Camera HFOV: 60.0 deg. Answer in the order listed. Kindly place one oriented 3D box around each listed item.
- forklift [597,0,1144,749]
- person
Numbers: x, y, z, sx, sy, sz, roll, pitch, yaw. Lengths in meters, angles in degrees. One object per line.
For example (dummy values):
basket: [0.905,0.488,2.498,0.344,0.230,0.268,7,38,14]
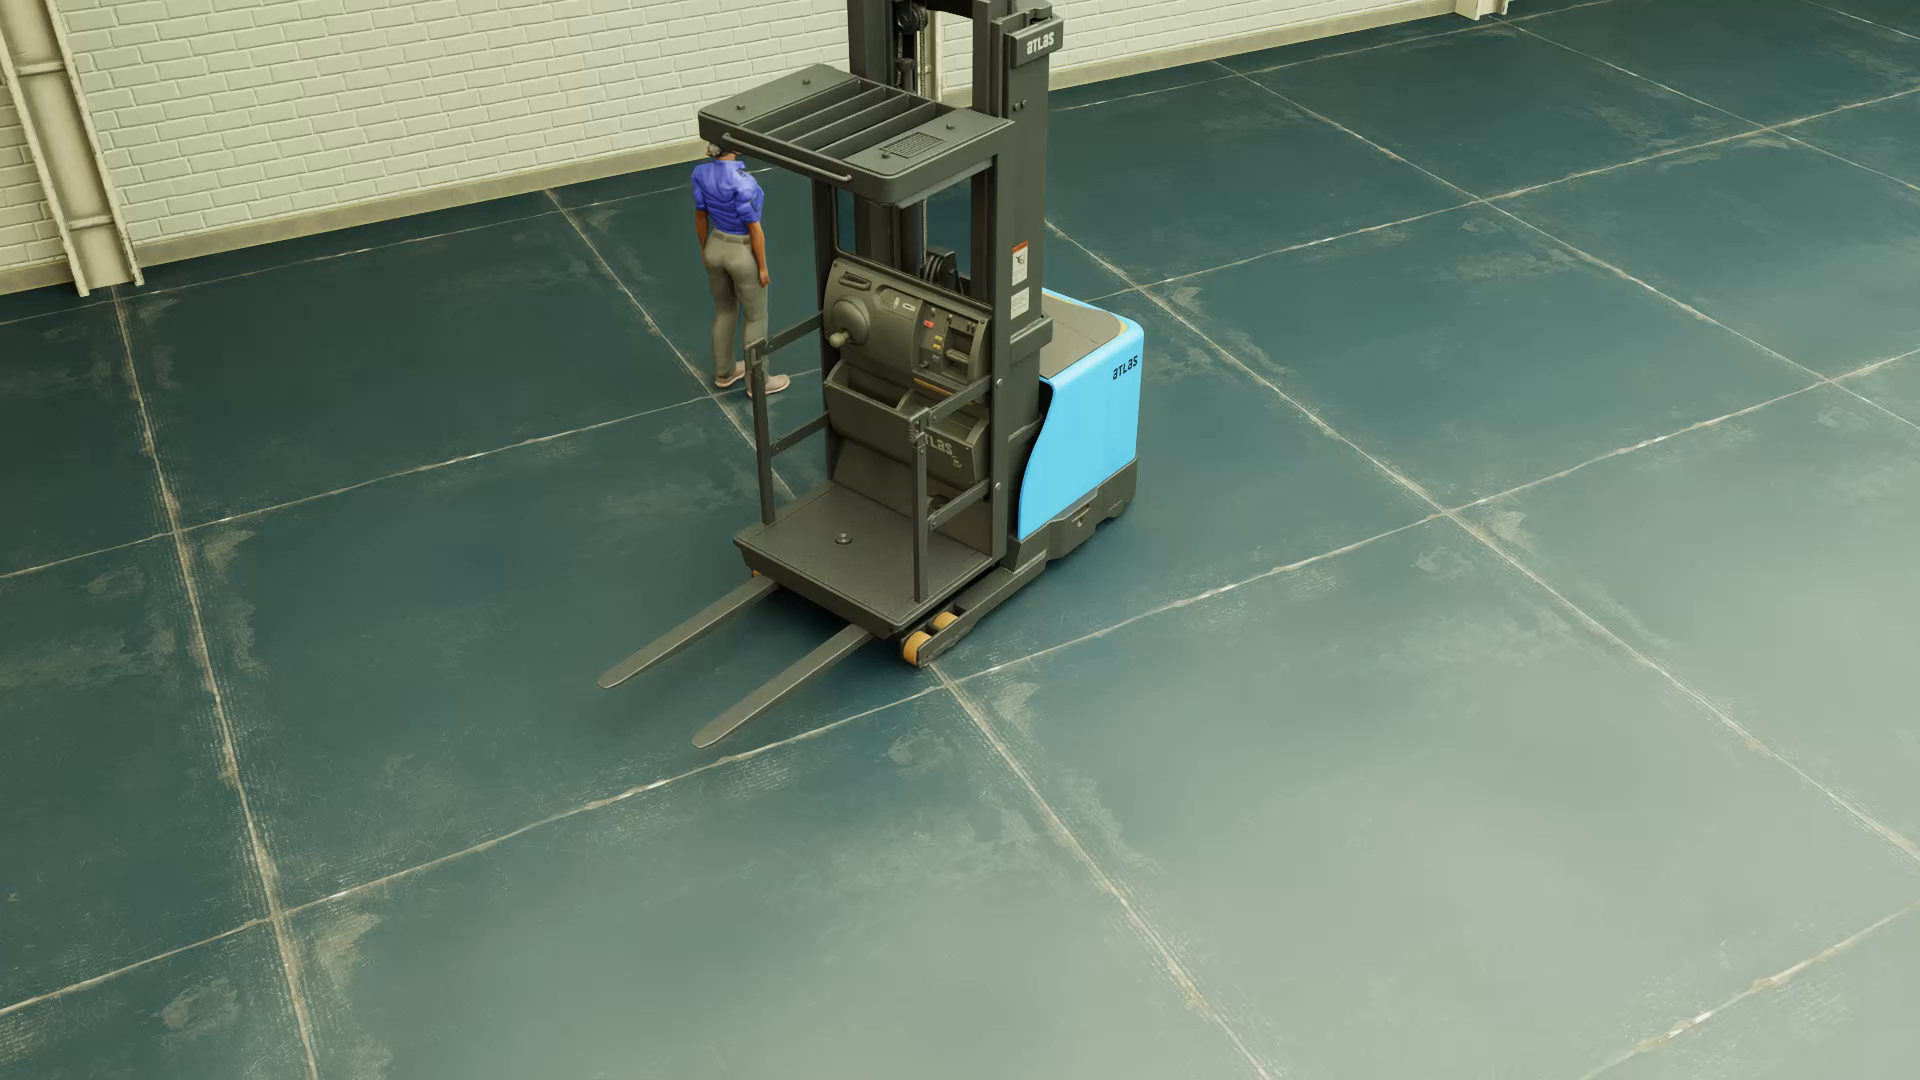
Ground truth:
forklift: [-0.390,-0.927,7.434,1.130,2.935,3.031,26,43,31]
person: [-1.277,-1.612,9.509,0.465,1.661,0.315,20,40,25]
